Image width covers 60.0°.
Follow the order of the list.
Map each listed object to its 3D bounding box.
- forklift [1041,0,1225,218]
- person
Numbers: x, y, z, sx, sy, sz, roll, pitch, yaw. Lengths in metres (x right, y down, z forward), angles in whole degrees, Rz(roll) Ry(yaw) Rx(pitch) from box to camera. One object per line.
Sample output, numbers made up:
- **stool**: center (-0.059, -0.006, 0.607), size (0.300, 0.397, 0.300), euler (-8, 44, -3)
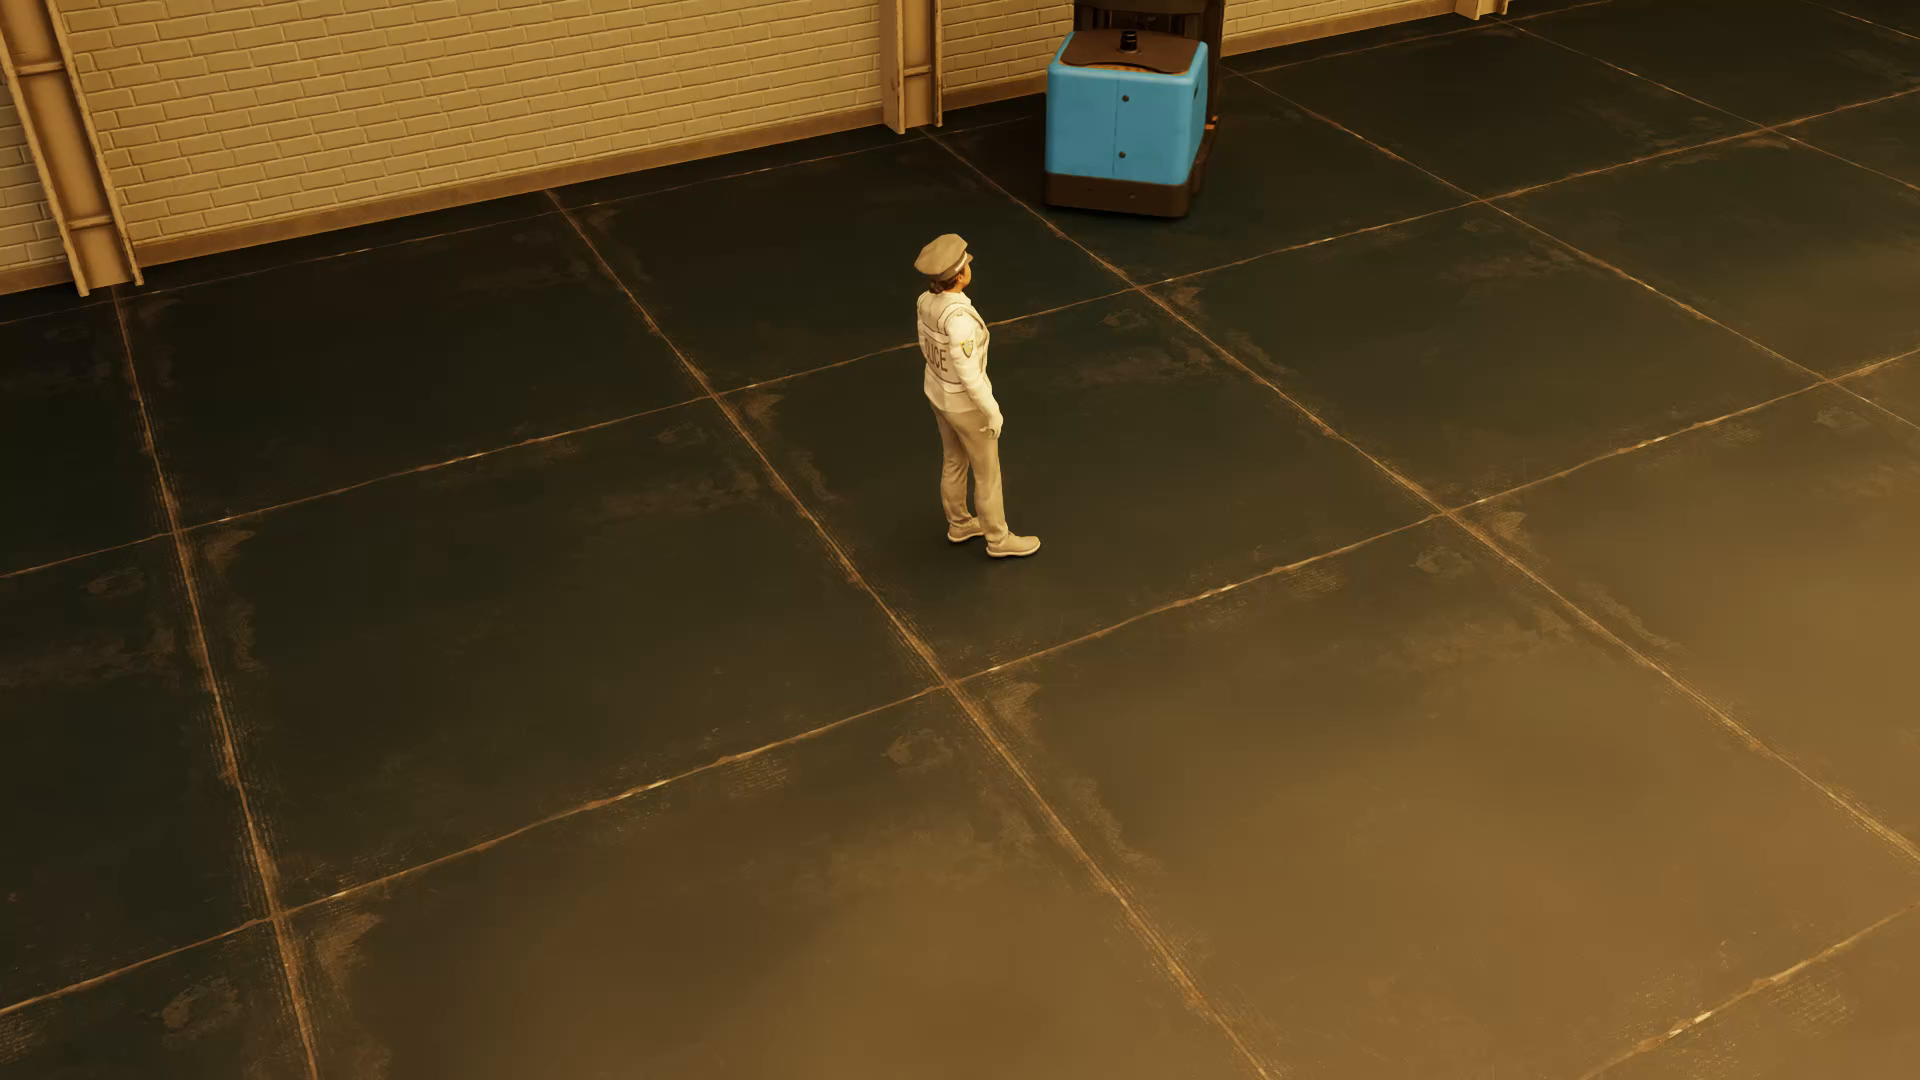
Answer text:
- **forklift**: center (1.444, -4.327, 12.244), size (1.130, 2.935, 3.031), euler (8, 36, 12)
- **person**: center (0.064, -0.713, 8.190), size (0.530, 1.694, 0.586), euler (-17, 39, -23)
